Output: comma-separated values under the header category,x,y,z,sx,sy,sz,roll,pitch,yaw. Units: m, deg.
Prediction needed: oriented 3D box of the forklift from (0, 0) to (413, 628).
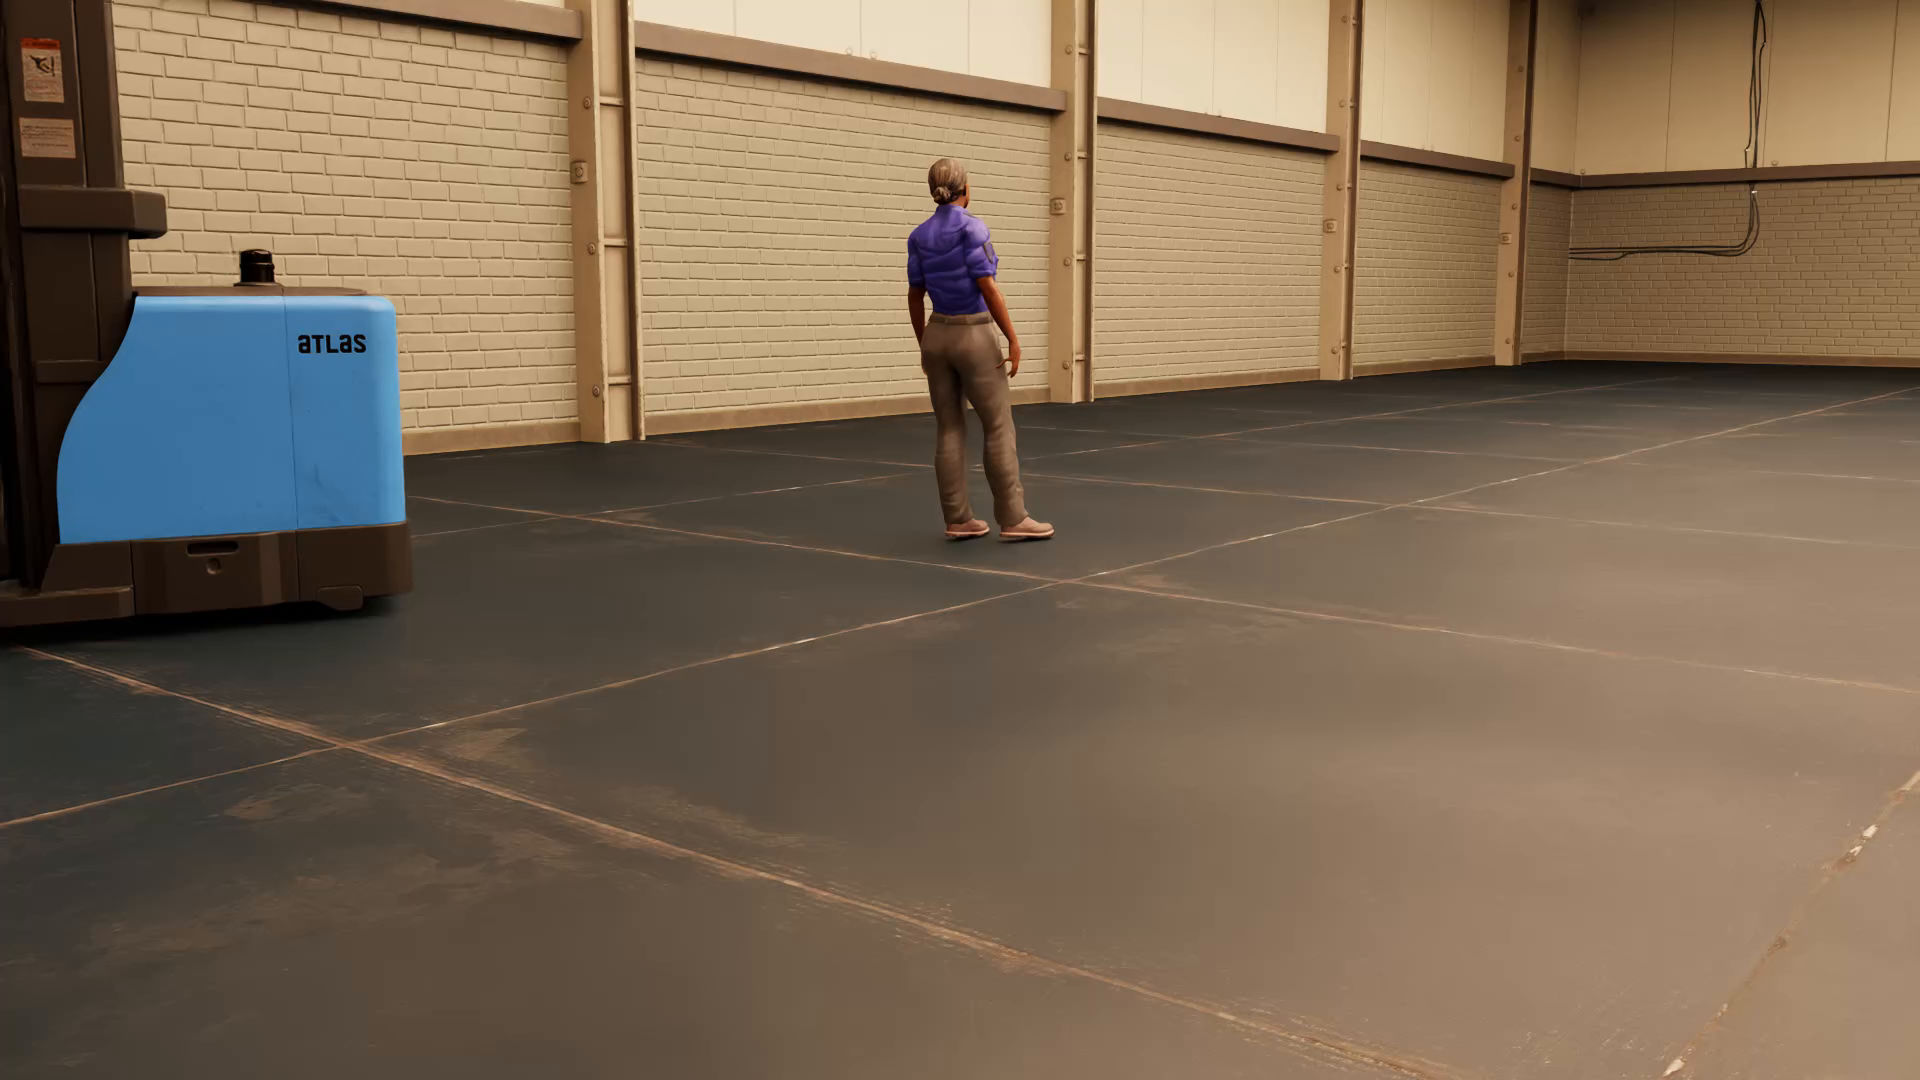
category,x,y,z,sx,sy,sz,roll,pitch,yaw
forklift,-3.433,-1.163,5.228,3.031,2.935,1.130,-4,9,-28

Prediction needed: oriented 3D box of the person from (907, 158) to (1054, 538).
category,x,y,z,sx,sy,sz,roll,pitch,yaw
person,0.071,-0.834,7.339,0.569,1.656,0.503,7,11,38
